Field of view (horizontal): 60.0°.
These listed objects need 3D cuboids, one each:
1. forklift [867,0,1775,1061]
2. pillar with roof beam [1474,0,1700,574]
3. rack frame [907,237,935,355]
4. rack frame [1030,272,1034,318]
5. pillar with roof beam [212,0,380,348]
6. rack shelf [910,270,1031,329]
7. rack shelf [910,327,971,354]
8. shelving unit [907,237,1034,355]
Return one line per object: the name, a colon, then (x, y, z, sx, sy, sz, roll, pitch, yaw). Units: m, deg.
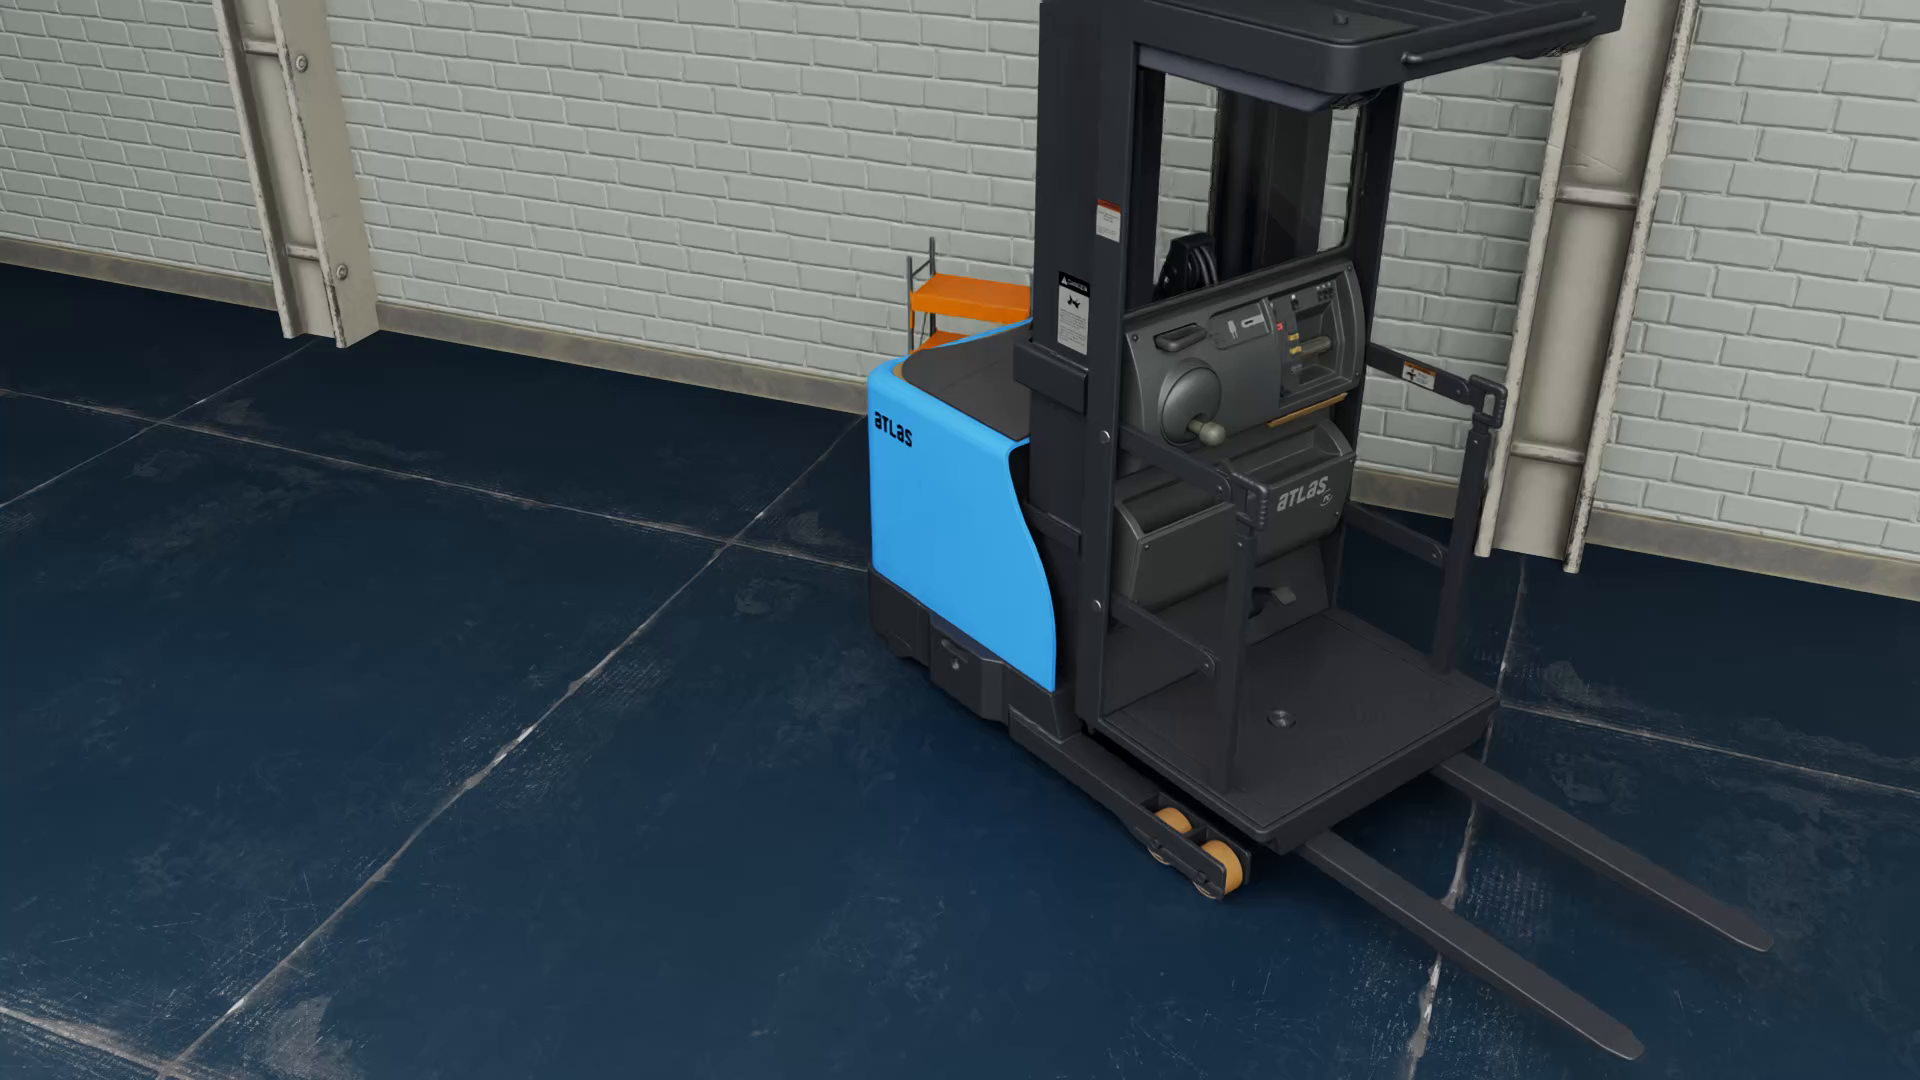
forklift: (0.970, -0.501, 4.658, 1.130, 2.935, 3.031, -21, 36, -32)
pillar with roof beam: (0.677, -1.929, 1.018, 0.400, 9.000, 9.100, 11, 31, 19)
rack frame: (-0.147, -0.581, 6.559, 0.015, 1.200, 0.240, 11, 31, 19)
rack frame: (0.306, -0.492, 6.402, 0.015, 1.200, 0.240, 11, 31, 19)
pillar with roof beam: (-4.883, -3.039, 2.981, 0.400, 9.000, 9.100, 11, 31, 19)
rack shelf: (0.079, -0.879, 6.287, 0.480, 0.148, 0.258, 11, 31, 19)
rack shelf: (0.079, -0.673, 6.403, 0.480, 0.148, 0.258, 11, 31, 19)
shelving unit: (0.079, -0.537, 6.480, 0.503, 1.200, 0.258, 11, 31, 19)
